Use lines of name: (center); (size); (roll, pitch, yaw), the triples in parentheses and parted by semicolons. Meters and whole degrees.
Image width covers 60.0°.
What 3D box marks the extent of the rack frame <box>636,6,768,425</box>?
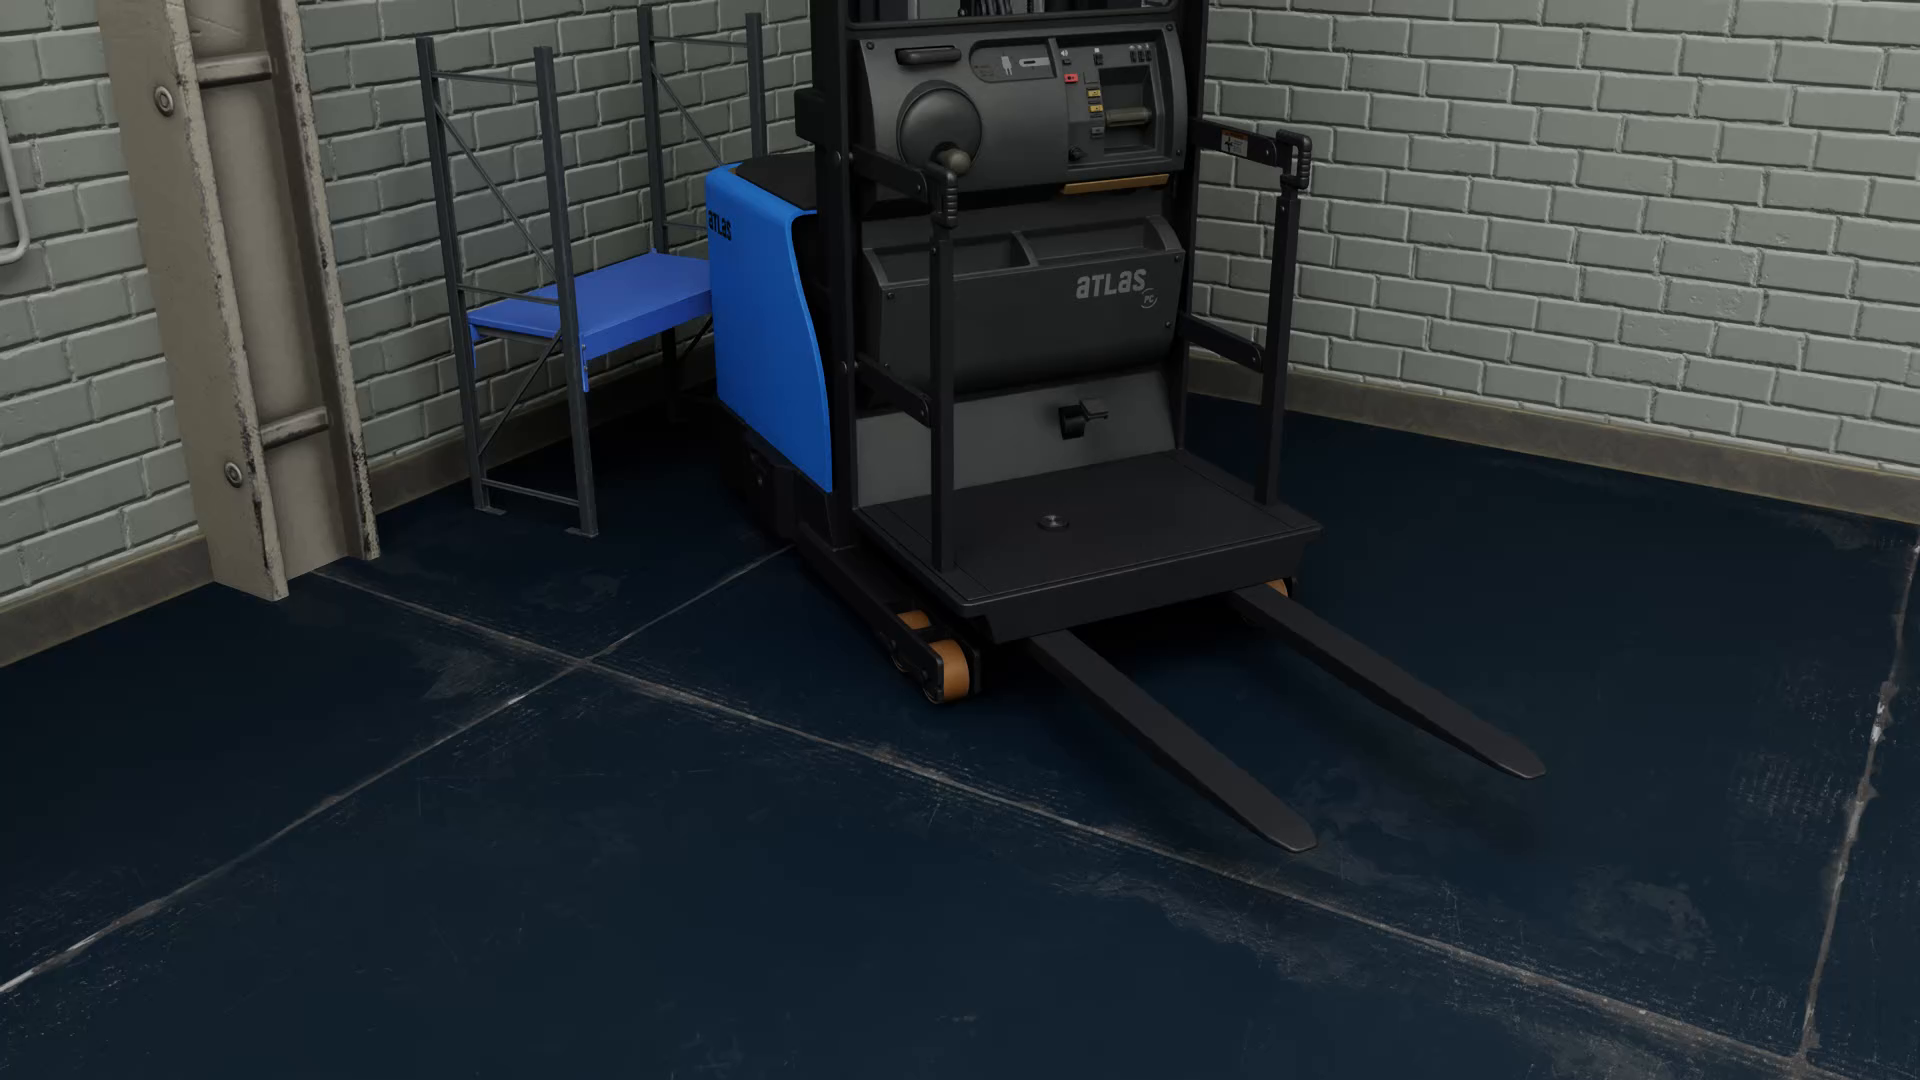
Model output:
rack frame: (-0.883, -1.098, 5.899); (0.500, 1.500, 0.032); (12, 26, 26)

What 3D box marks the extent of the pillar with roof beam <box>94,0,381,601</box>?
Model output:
pillar with roof beam: (1.636, -3.147, 1.193); (9.100, 9.000, 0.400); (14, 27, 29)

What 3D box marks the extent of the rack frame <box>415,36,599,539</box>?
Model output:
rack frame: (-1.374, -0.745, 5.082); (0.500, 1.500, 0.032); (12, 26, 26)

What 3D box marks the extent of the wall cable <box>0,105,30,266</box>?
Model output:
wall cable: (-2.839, -1.301, 3.200); (0.084, 1.984, 1.851); (14, 27, 29)

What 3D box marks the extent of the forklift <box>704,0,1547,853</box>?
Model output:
forklift: (0.279, -1.124, 4.157); (1.130, 2.935, 3.031); (-11, 26, -24)

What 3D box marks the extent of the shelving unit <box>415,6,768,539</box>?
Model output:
shelving unit: (-1.129, -0.922, 5.490); (0.538, 1.500, 1.048); (12, 26, 26)

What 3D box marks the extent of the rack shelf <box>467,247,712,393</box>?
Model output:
rack shelf: (-1.129, -0.756, 5.562); (0.538, 0.185, 1.000); (12, 26, 26)
